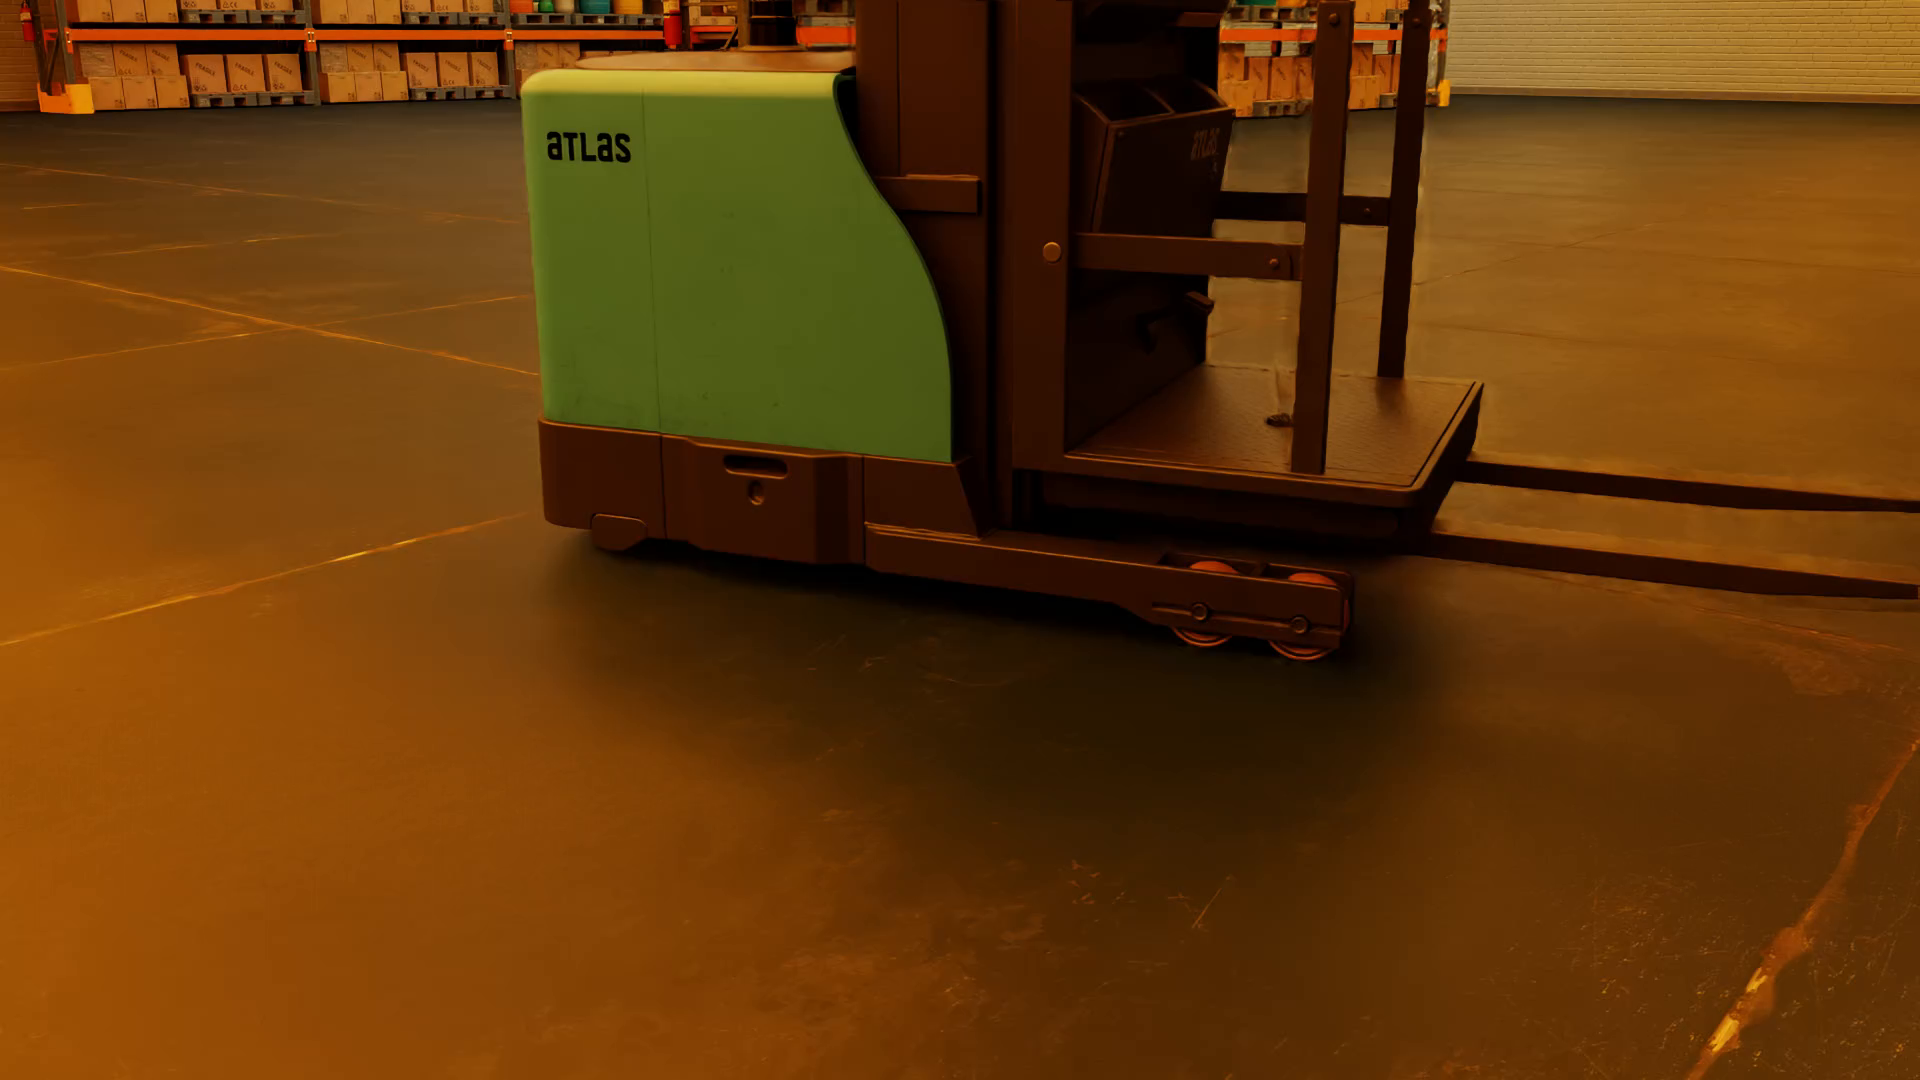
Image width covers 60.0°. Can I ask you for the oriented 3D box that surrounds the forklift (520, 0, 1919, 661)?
[{"bbox_3d":[0.597,-1.346,3.332,3.031,2.935,1.130,7,18,22],"label":"forklift"}]
